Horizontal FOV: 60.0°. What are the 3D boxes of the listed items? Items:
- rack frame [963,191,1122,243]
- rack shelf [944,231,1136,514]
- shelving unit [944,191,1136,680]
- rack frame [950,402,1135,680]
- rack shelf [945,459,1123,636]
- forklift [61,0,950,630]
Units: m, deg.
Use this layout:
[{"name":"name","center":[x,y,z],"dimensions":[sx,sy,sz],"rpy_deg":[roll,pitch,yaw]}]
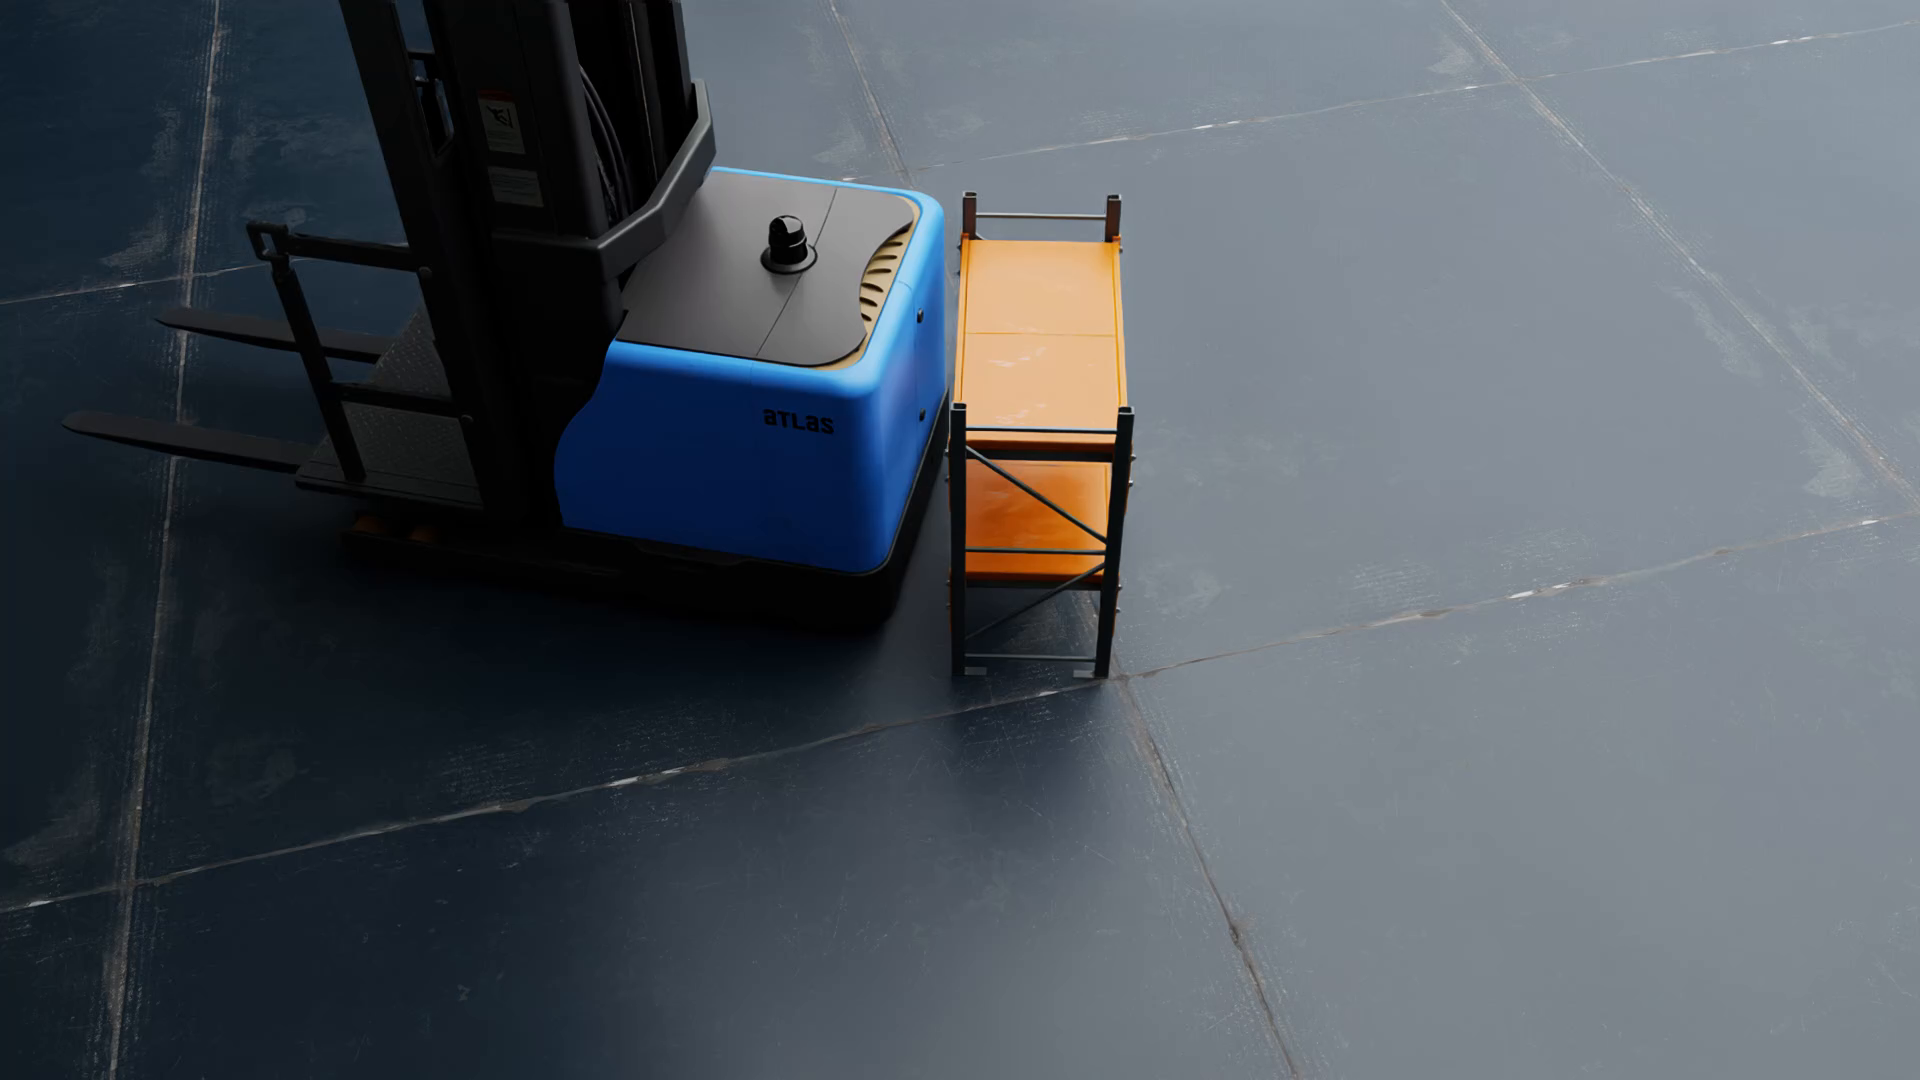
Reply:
[{"name":"rack frame","center":[0.258,-0.691,5.640],"dimensions":[0.500,1.125,0.032],"rpy_deg":[1,46,1]},{"name":"rack shelf","center":[0.241,-0.533,5.075],"dimensions":[0.538,0.278,1.000],"rpy_deg":[1,46,1]},{"name":"shelving unit","center":[0.241,-0.328,5.284],"dimensions":[0.538,1.125,1.048],"rpy_deg":[1,46,1]},{"name":"rack frame","center":[0.224,0.035,4.928],"dimensions":[0.500,1.125,0.032],"rpy_deg":[1,46,1]},{"name":"rack shelf","center":[0.241,-0.157,5.459],"dimensions":[0.538,0.278,1.000],"rpy_deg":[1,46,1]},{"name":"forklift","center":[-1.609,-1.278,4.950],"dimensions":[3.031,2.935,1.130],"rpy_deg":[9,46,9]}]
